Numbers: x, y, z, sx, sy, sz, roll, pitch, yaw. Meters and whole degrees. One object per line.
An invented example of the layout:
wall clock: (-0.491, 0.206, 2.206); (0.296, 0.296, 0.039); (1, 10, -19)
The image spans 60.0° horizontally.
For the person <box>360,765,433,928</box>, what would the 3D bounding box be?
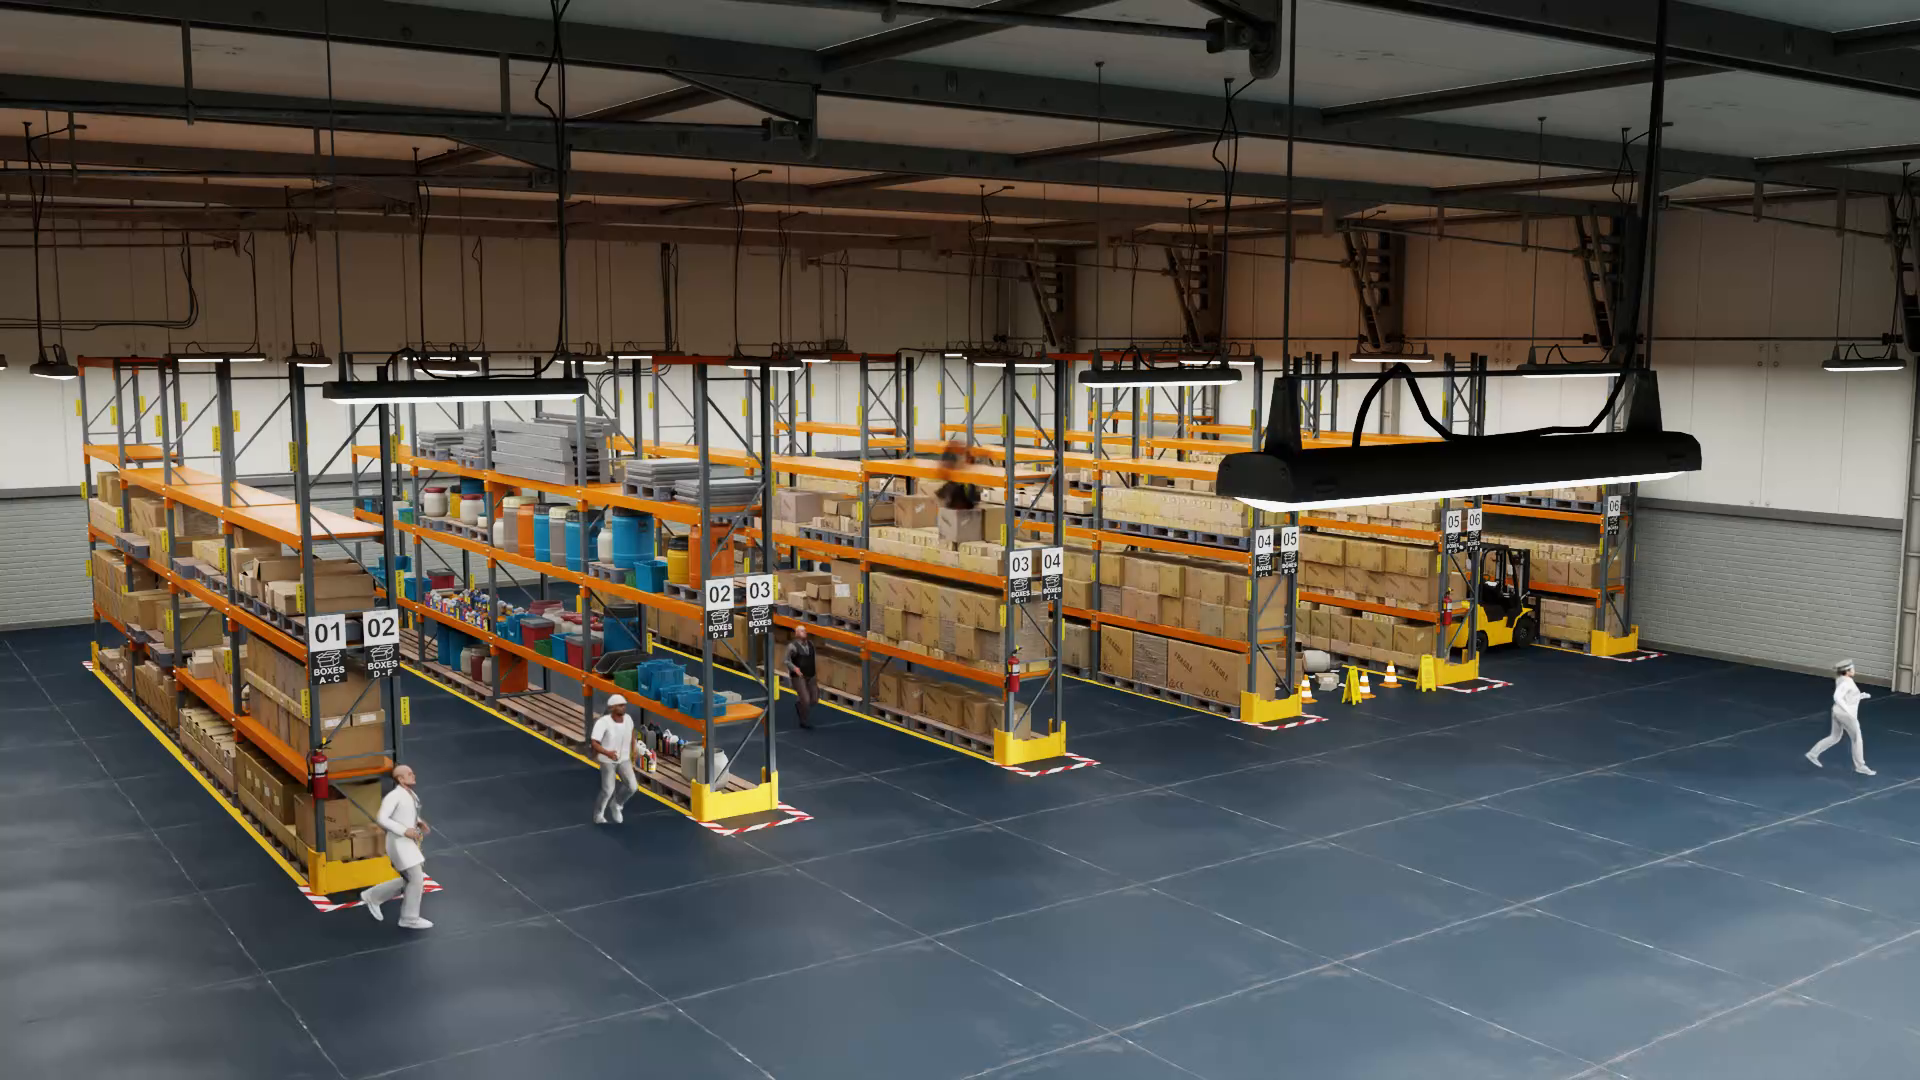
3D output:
person: (-6.098, 3.312, 18.048); (0.793, 1.743, 0.752); (0, 7, 1)

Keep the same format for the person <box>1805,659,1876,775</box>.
person: (12.830, 2.550, 24.115); (0.919, 1.684, 0.610); (1, 7, 9)

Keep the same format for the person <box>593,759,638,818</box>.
person: (-4.490, 3.187, 21.629); (0.396, 0.888, 0.612); (-7, 10, -44)

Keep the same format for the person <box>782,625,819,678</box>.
person: (-2.533, 1.806, 26.989); (0.659, 0.825, 0.447); (-6, 9, -40)
